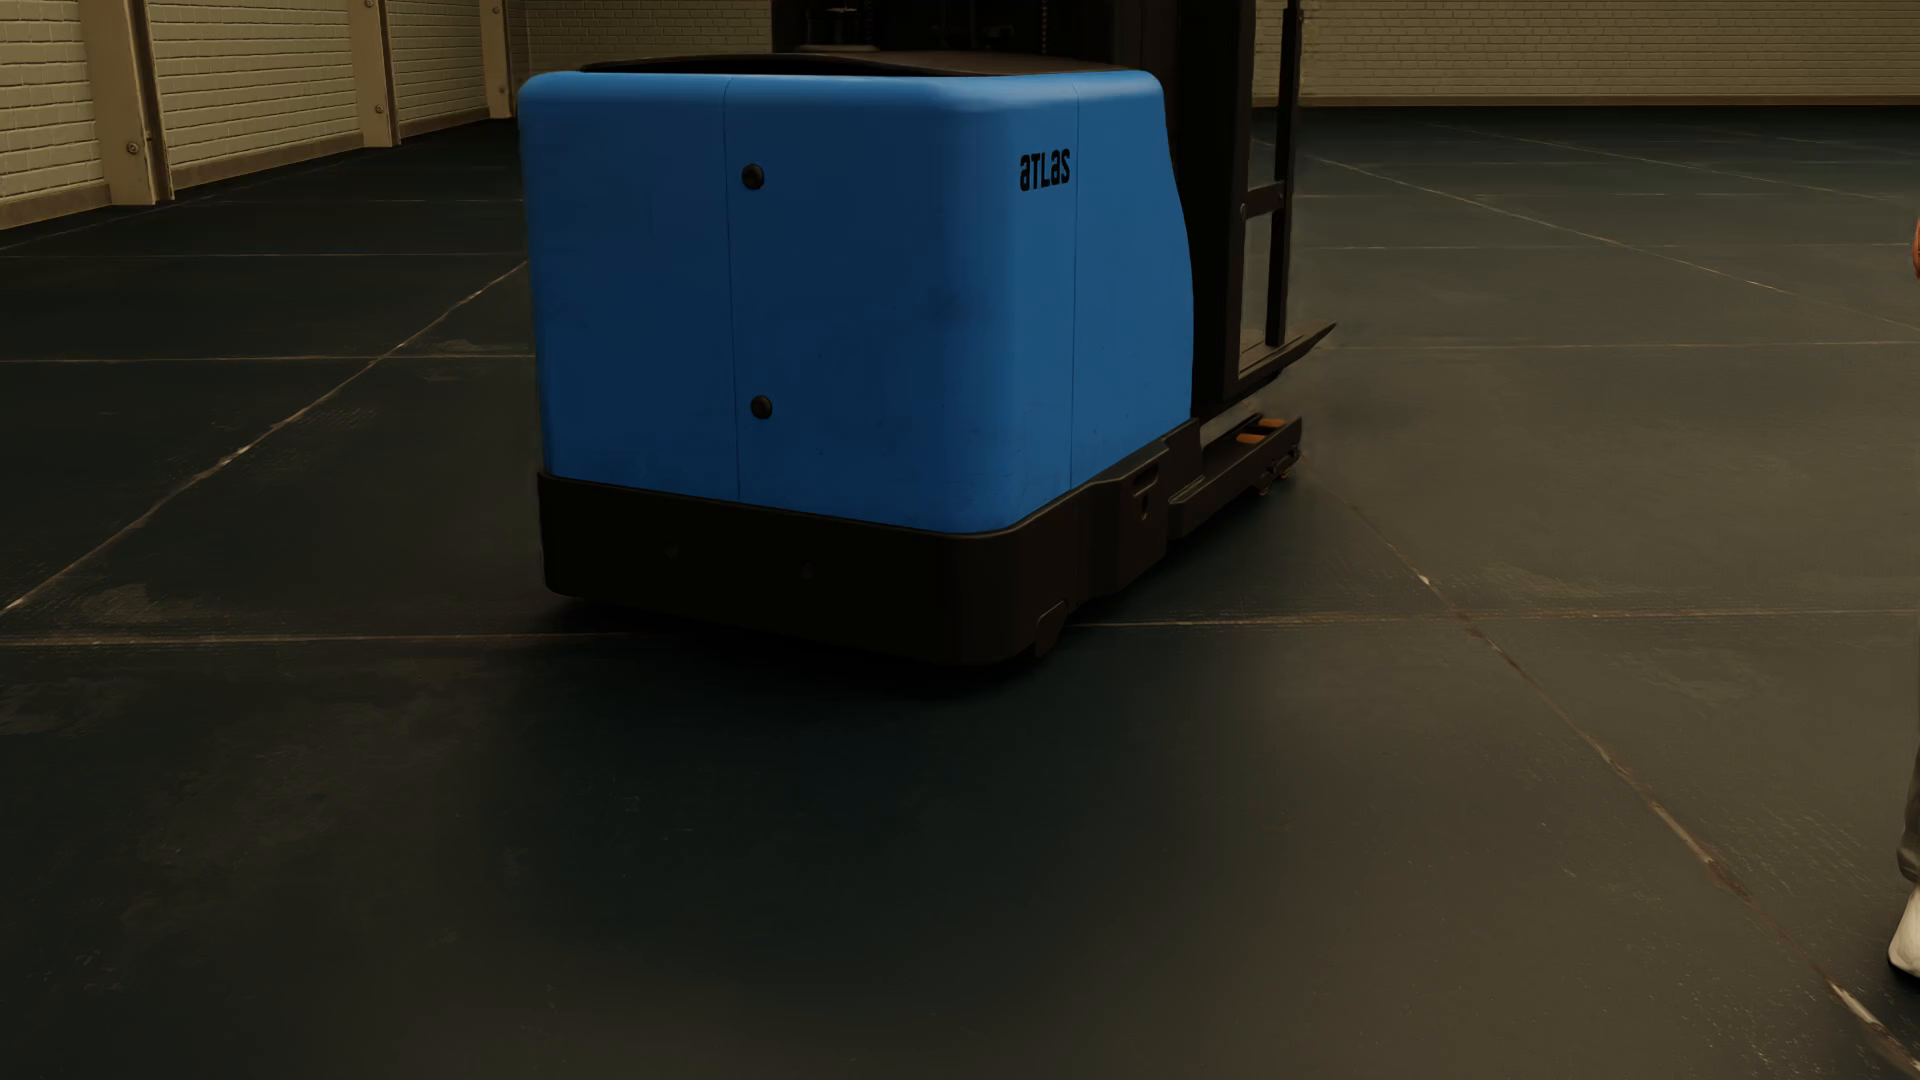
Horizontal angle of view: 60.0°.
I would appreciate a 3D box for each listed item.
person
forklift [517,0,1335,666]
[{"bbox_3d":[1.439,-0.228,1.916,0.472,1.626,0.644,-15,23,-40],"label":"person"},{"bbox_3d":[0.265,-1.563,4.019,1.130,2.935,3.031,8,19,25],"label":"forklift"}]
